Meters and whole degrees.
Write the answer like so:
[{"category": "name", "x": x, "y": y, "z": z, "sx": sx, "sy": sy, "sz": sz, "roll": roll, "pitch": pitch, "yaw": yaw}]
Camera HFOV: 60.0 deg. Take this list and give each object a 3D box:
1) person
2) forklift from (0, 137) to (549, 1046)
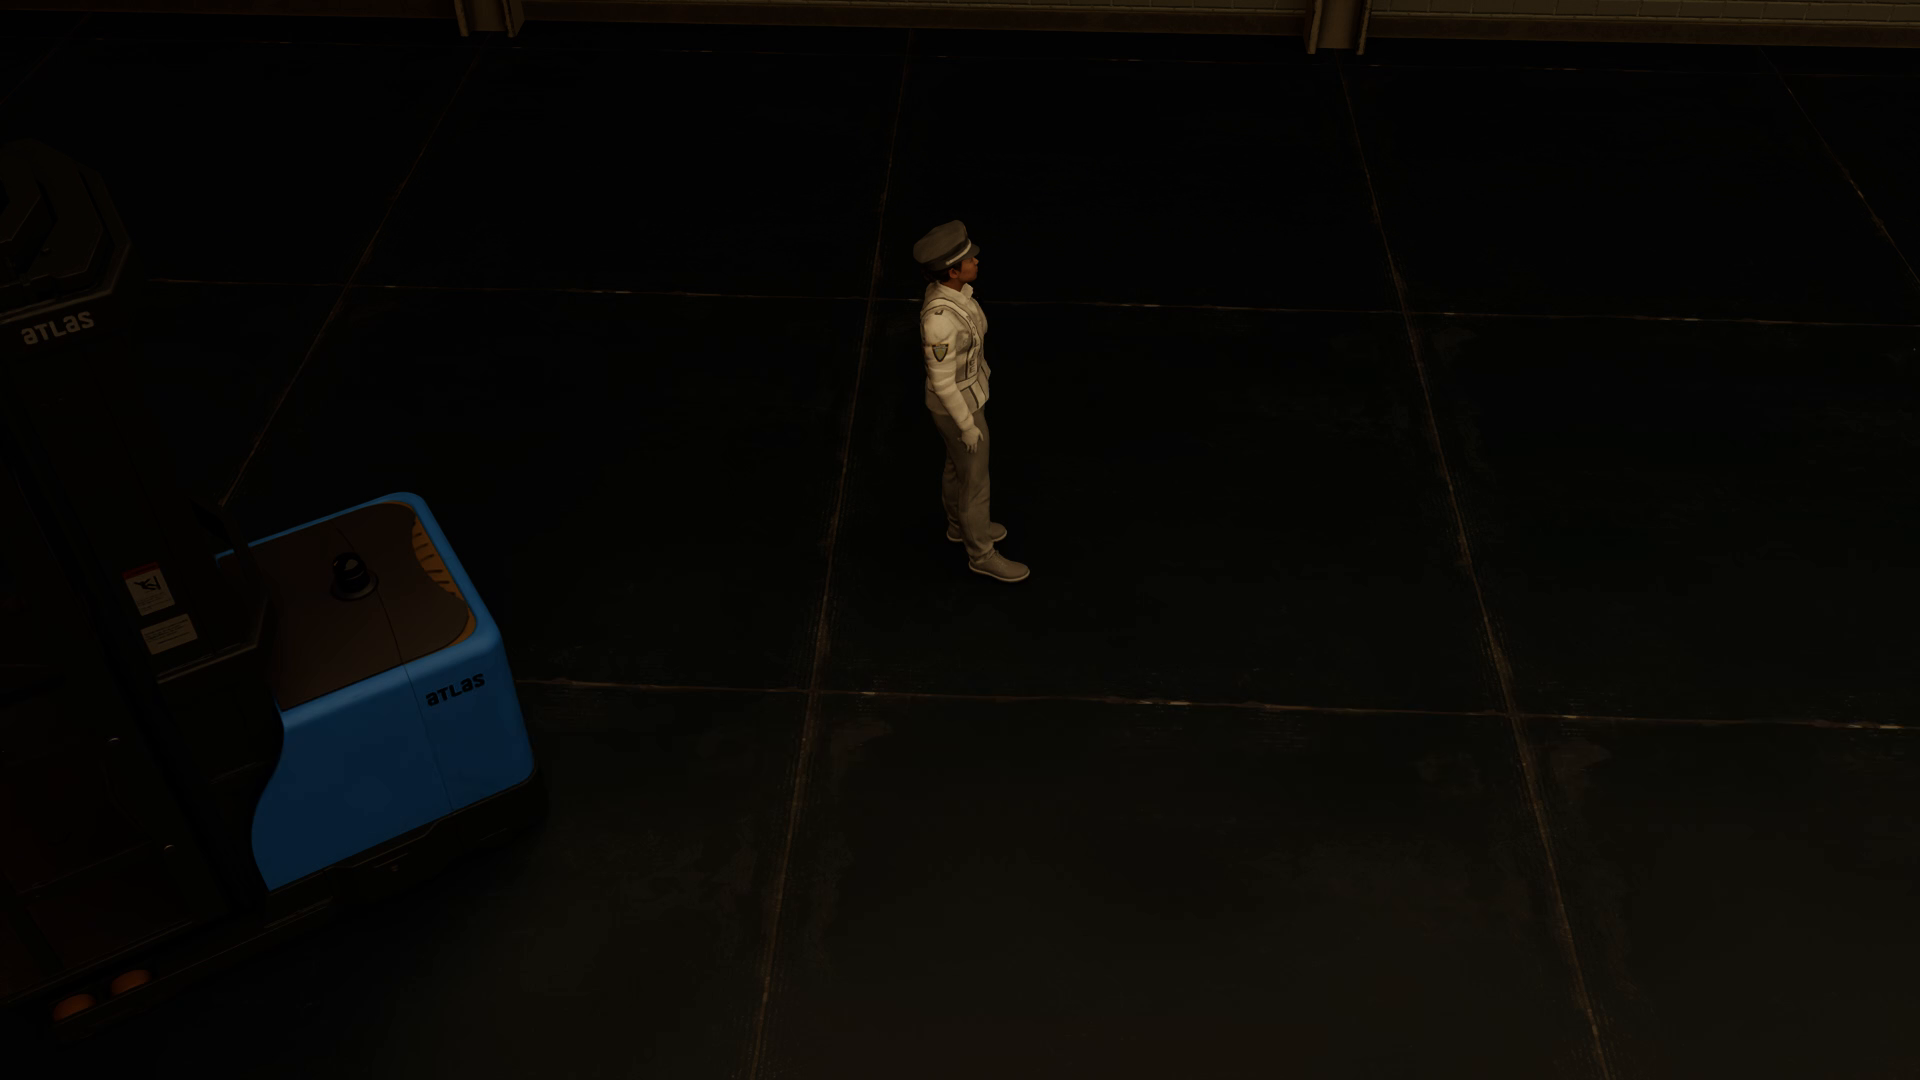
[{"category": "person", "x": 0.068, "y": -0.625, "z": 7.333, "sx": 0.531, "sy": 1.695, "sz": 0.588, "roll": 2, "pitch": 42, "yaw": 2}, {"category": "forklift", "x": -3.169, "y": 0.295, "z": 5.420, "sx": 3.031, "sy": 2.935, "sz": 1.130, "roll": -23, "pitch": 47, "yaw": -23}]
